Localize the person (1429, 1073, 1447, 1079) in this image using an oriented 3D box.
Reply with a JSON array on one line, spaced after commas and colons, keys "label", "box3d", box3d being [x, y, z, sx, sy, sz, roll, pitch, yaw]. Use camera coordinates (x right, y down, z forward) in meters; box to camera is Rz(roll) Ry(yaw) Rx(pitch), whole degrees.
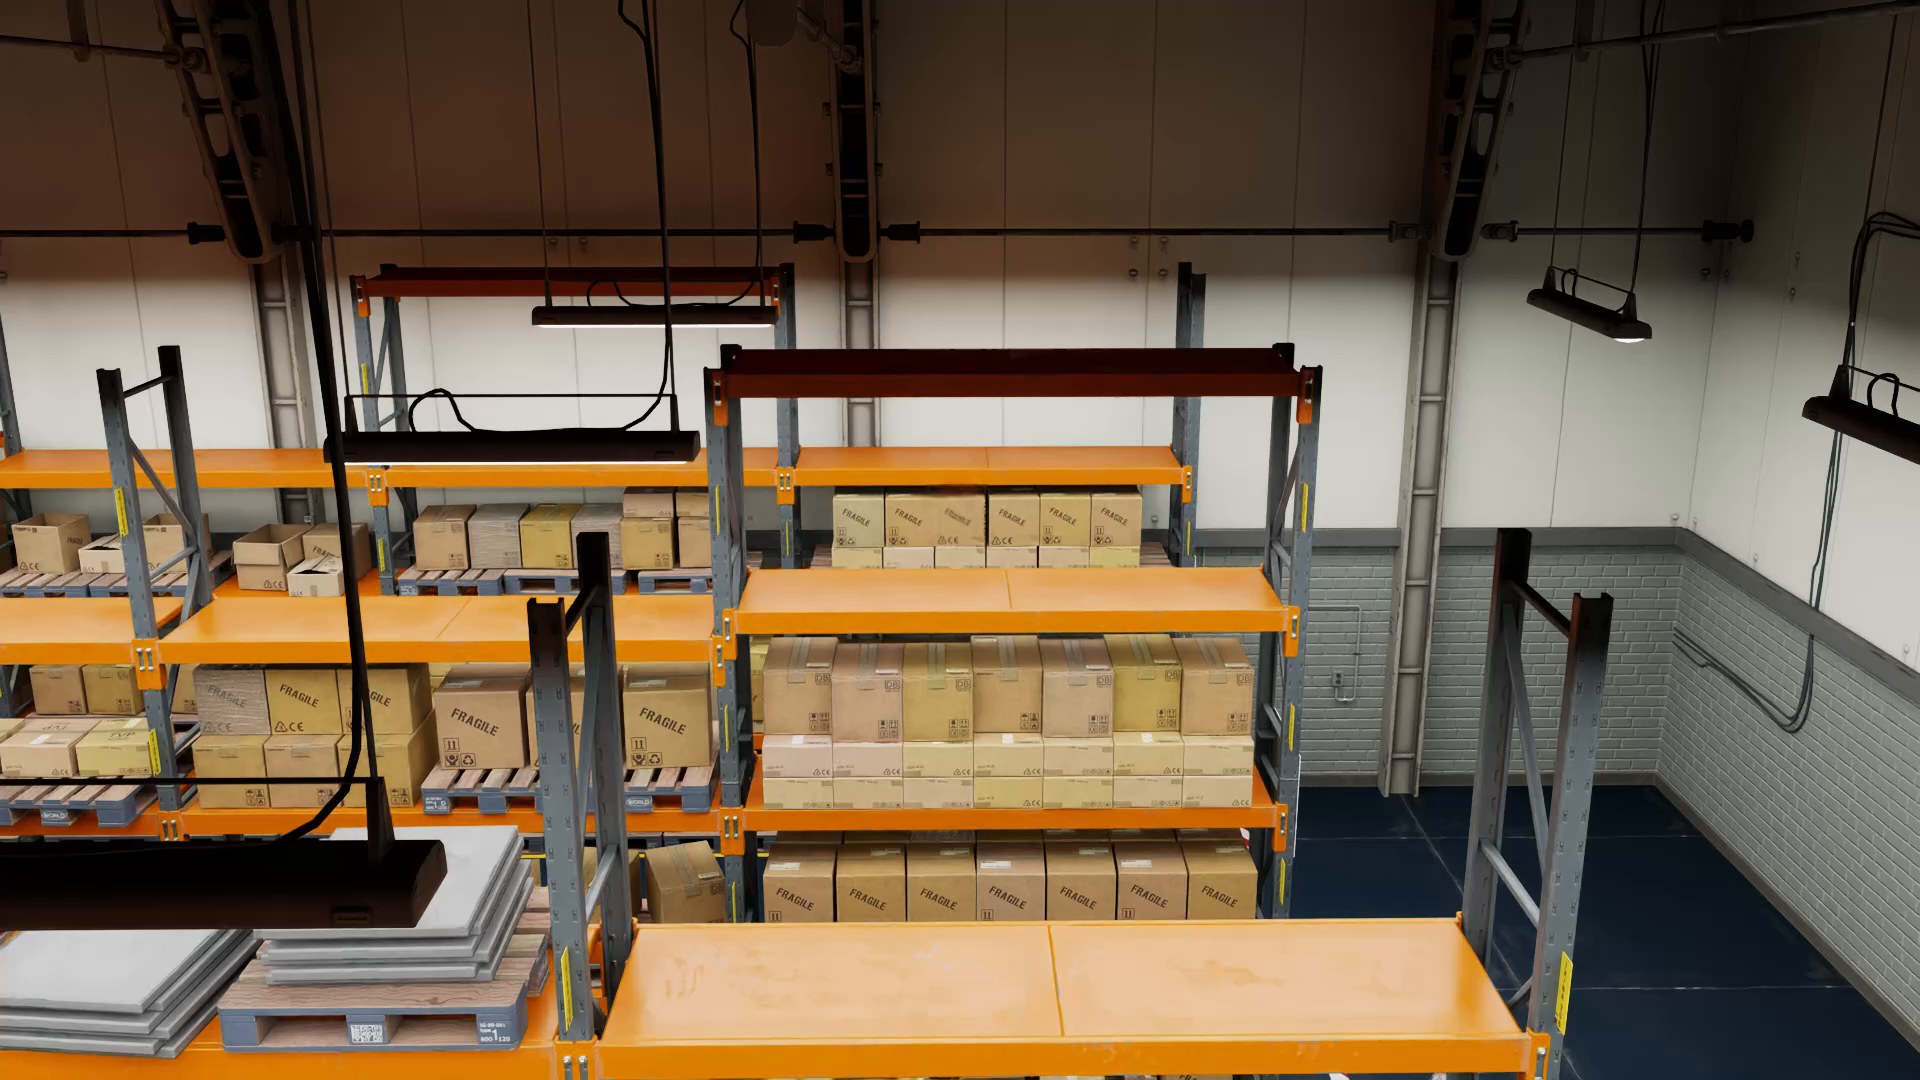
[{"label": "person", "box3d": [3.482, 4.123, 11.540, 0.768, 1.563, 0.416, -1, 16, -3]}]
